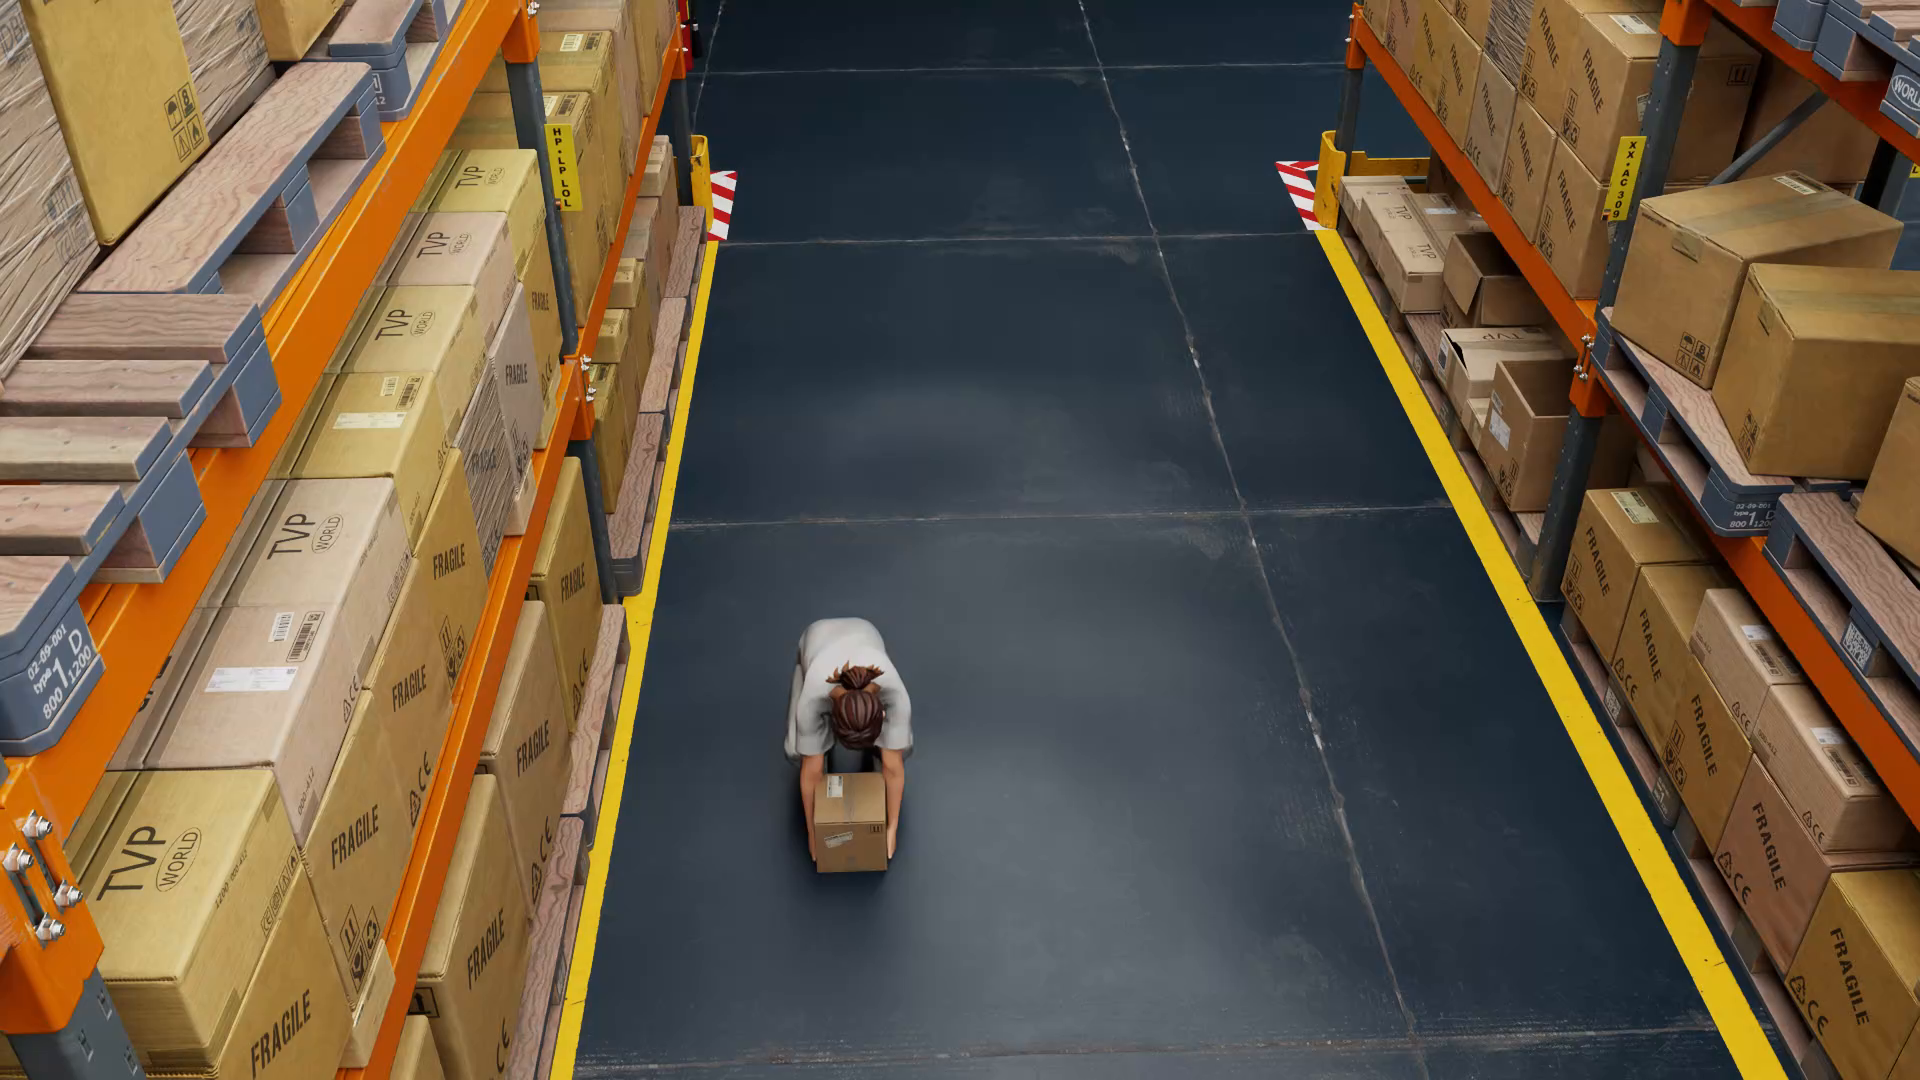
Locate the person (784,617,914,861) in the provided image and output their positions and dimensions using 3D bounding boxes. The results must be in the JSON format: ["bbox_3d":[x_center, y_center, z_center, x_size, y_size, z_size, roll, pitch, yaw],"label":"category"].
[{"bbox_3d":[-0.407,0.665,6.081,0.470,0.802,0.837,-2,35,-3],"label":"person"}]
